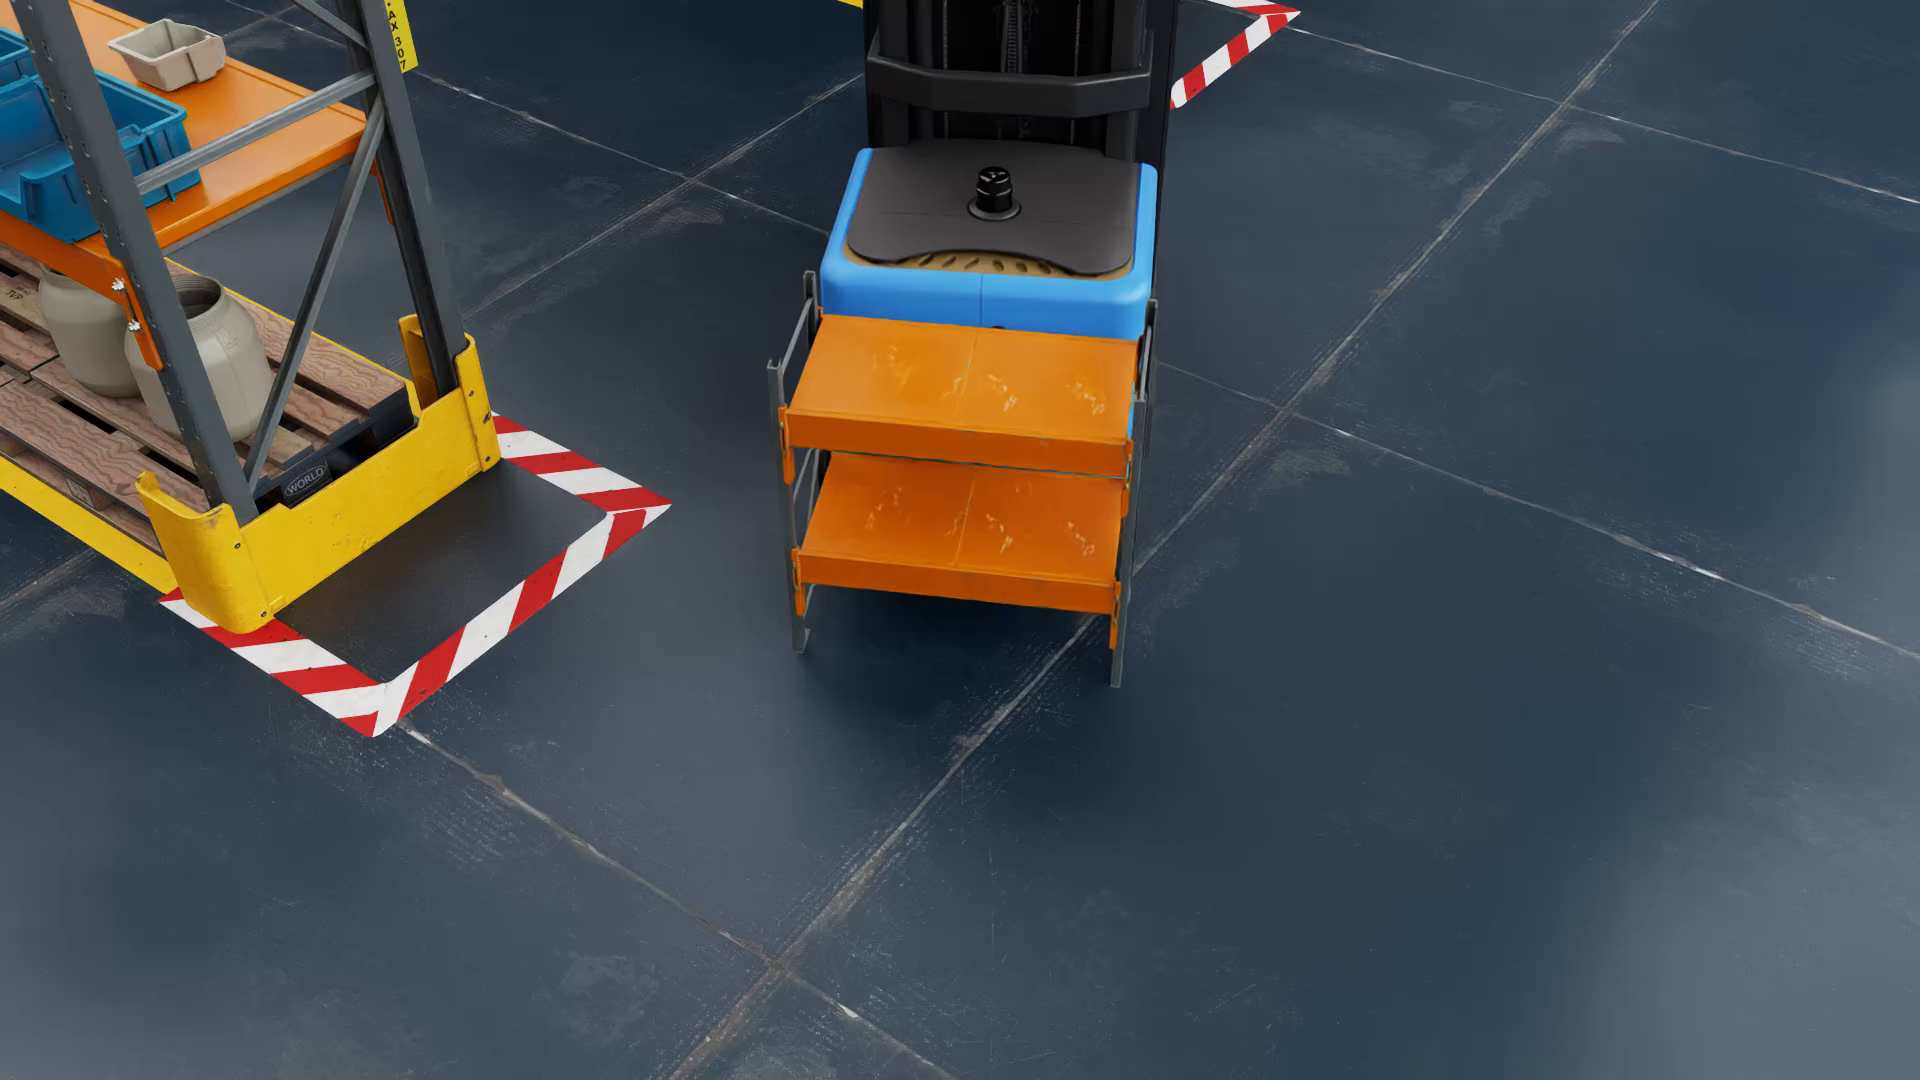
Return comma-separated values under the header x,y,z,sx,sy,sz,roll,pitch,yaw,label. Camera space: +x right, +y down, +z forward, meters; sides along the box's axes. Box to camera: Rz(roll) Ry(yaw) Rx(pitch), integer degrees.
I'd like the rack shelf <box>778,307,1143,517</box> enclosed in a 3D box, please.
x,y,z,sx,sy,sz,roll,pitch,yaw,label
0.020,-0.386,4.899,1.000,0.278,0.538,6,42,6,rack shelf

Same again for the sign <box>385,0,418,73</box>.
x,y,z,sx,sy,sz,roll,pitch,yaw,label
-1.723,-1.577,5.056,0.005,0.325,0.100,25,48,25,sign

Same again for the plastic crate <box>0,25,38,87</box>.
x,y,z,sx,sy,sz,roll,pitch,yaw,label
-3.152,-1.400,5.177,0.408,0.251,0.499,25,48,25,plastic crate

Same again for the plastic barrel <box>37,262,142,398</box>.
x,y,z,sx,sy,sz,roll,pitch,yaw,label
-3.035,-0.807,5.953,0.421,0.512,0.421,0,42,0,plastic barrel

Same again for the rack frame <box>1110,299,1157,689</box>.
x,y,z,sx,sy,sz,roll,pitch,yaw,label
0.523,-0.118,5.038,0.032,1.125,0.500,6,42,6,rack frame

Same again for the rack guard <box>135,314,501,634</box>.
x,y,z,sx,sy,sz,roll,pitch,yaw,label
-2.132,-0.248,5.652,0.348,0.500,1.175,25,48,25,rack guard

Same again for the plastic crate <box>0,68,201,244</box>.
x,y,z,sx,sy,sz,roll,pitch,yaw,label
-2.624,-1.148,4.896,0.616,0.251,0.499,25,48,25,plastic crate

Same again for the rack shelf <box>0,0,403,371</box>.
x,y,z,sx,sy,sz,roll,pitch,yaw,label
-3.680,-1.673,5.910,4.000,0.370,1.077,25,48,25,rack shelf

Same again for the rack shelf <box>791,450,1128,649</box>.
x,y,z,sx,sy,sz,roll,pitch,yaw,label
0.020,0.014,5.257,1.000,0.278,0.538,6,42,6,rack shelf

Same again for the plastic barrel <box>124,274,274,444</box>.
x,y,z,sx,sy,sz,roll,pitch,yaw,label
-2.625,-0.615,5.739,0.421,0.512,0.421,0,42,0,plastic barrel

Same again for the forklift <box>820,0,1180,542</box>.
x,y,z,sx,sy,sz,roll,pitch,yaw,label
0.237,-2.058,5.852,1.130,2.935,3.031,4,42,5,forklift

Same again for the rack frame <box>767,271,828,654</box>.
x,y,z,sx,sy,sz,roll,pitch,yaw,label
-0.482,-0.219,5.151,0.032,1.125,0.500,6,42,6,rack frame

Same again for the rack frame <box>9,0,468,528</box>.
x,y,z,sx,sy,sz,roll,pitch,yaw,label
-2.042,-1.176,4.814,0.127,3.000,1.000,25,48,25,rack frame

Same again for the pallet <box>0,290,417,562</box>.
x,y,z,sx,sy,sz,roll,pitch,yaw,label
-2.794,-0.454,6.099,1.213,0.211,1.003,25,48,25,pallet

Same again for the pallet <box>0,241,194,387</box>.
x,y,z,sx,sy,sz,roll,pitch,yaw,label
-3.788,-0.921,6.621,1.213,0.211,1.003,25,48,25,pallet

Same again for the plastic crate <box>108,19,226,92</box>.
x,y,z,sx,sy,sz,roll,pitch,yaw,label
-2.590,-1.596,5.482,0.250,0.136,0.298,25,48,25,plastic crate

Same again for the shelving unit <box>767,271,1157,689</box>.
x,y,z,sx,sy,sz,roll,pitch,yaw,label
0.020,-0.168,5.094,1.048,1.125,0.538,6,42,6,shelving unit
